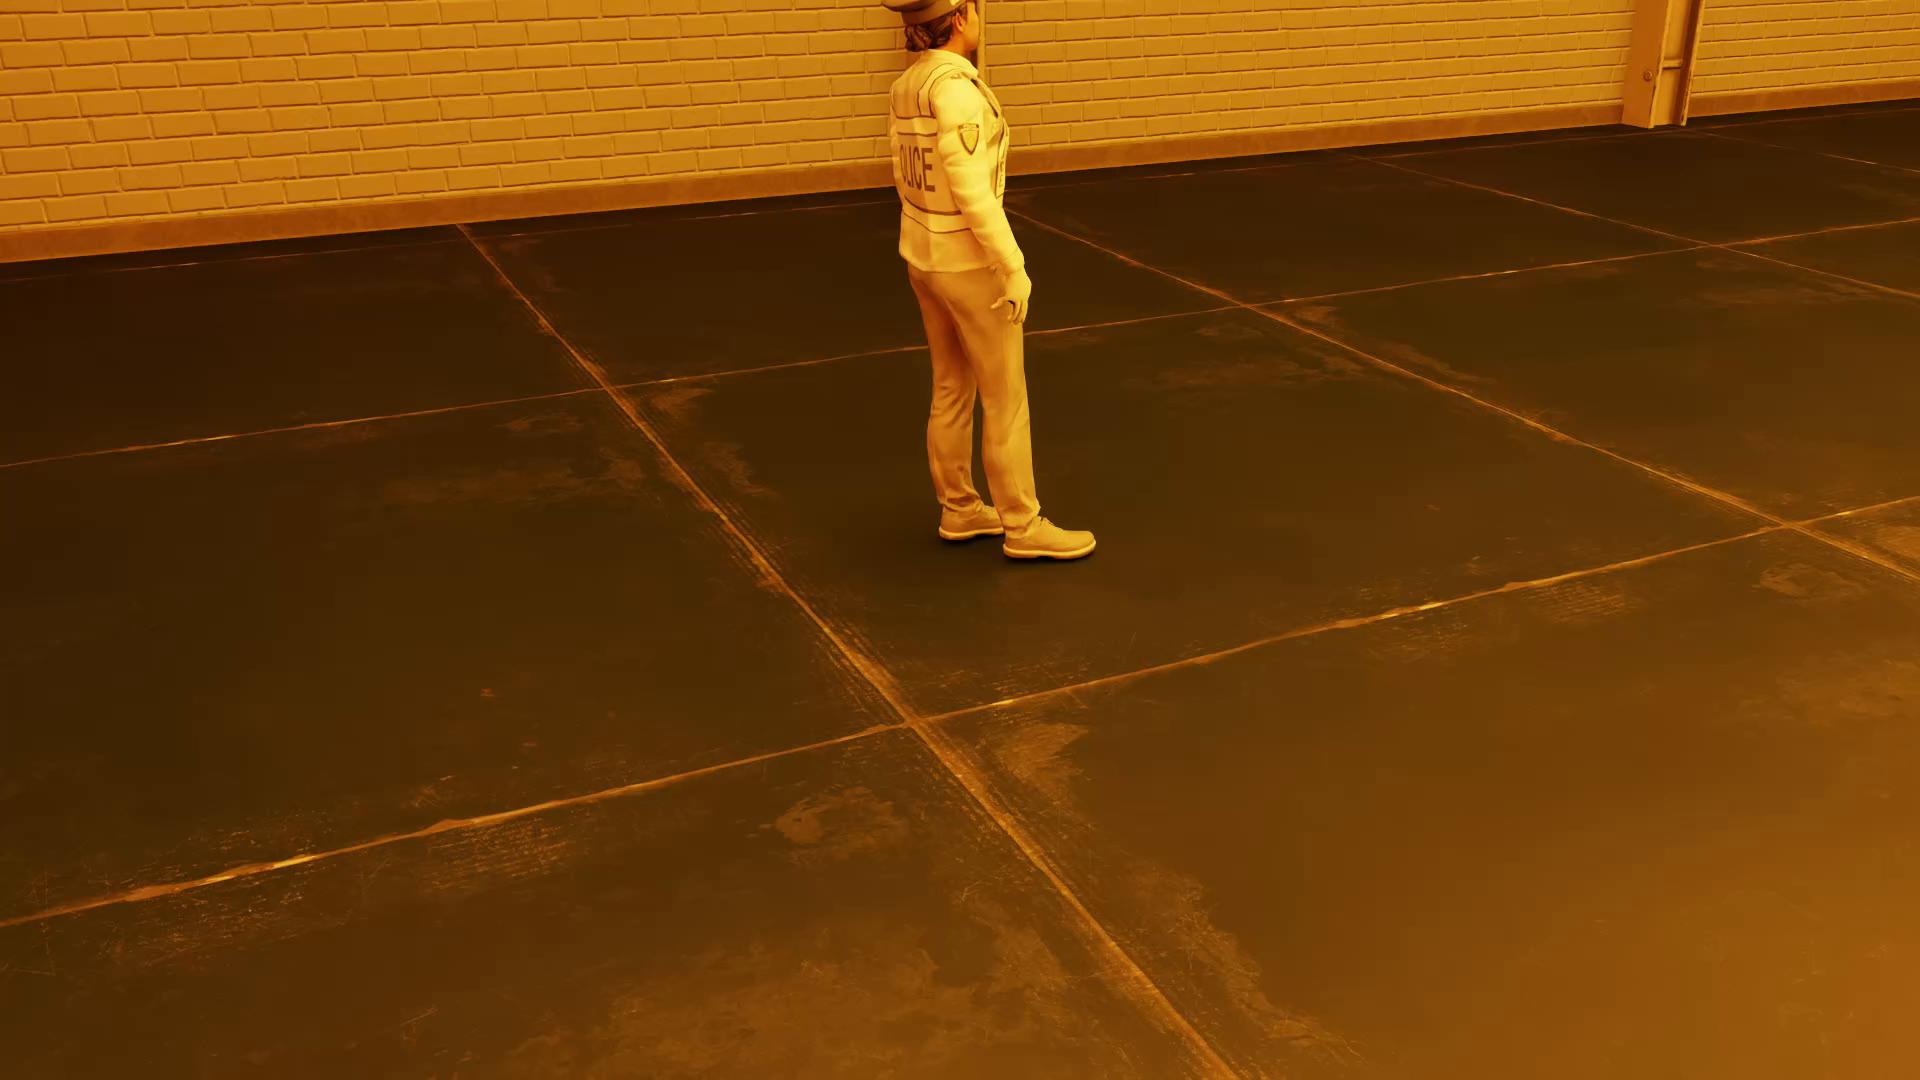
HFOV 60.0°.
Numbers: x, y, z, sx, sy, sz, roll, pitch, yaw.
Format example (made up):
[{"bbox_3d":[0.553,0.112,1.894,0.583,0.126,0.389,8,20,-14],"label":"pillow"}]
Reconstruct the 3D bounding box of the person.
[{"bbox_3d":[0.065,-0.798,4.800,0.530,1.694,0.587,-10,25,-23],"label":"person"}]
